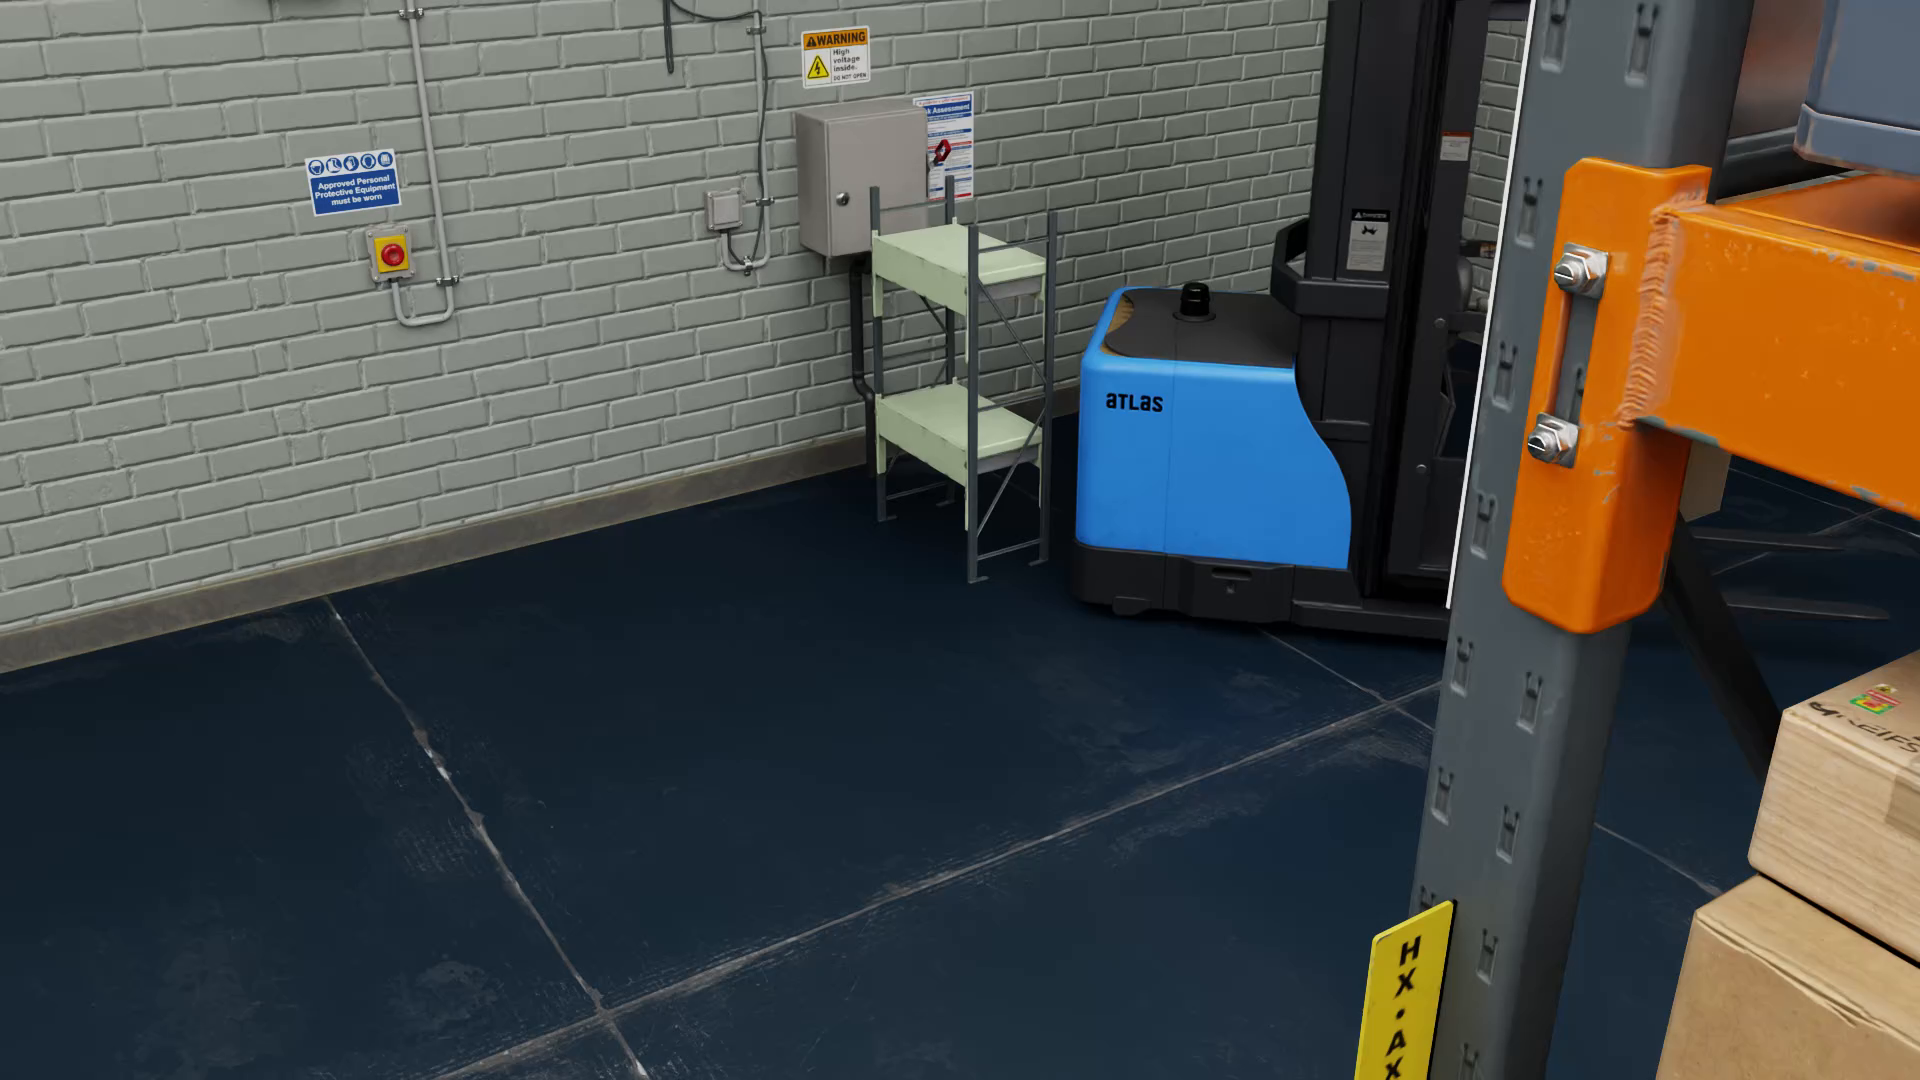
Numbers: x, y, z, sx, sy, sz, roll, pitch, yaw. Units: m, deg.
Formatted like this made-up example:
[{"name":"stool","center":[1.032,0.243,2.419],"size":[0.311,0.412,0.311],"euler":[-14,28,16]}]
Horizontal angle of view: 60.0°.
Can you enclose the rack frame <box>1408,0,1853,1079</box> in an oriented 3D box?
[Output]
[{"name":"rack frame","center":[0.885,0.792,2.058],"size":[0.949,2.616,0.053],"euler":[-16,29,-30]}]

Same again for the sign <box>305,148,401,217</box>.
[{"name":"sign","center":[-2.289,-1.351,6.282],"size":[0.327,0.218,0.001],"euler":[-16,29,-30]}]

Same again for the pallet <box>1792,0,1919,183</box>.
[{"name":"pallet","center":[1.296,-0.261,0.878],"size":[1.003,0.211,1.213],"euler":[-16,29,-30]}]

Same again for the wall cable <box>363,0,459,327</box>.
[{"name":"wall cable","center":[-2.215,-1.692,6.094],"size":[0.585,1.953,0.123],"euler":[-16,29,-30]}]

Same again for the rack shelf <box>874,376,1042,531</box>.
[{"name":"rack shelf","center":[0.004,-0.381,7.064],"size":[0.431,0.370,0.720],"euler":[-16,29,-30]}]

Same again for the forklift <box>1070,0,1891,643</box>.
[{"name":"forklift","center":[2.011,-1.107,6.161],"size":[3.031,2.935,1.130],"euler":[5,26,11]}]

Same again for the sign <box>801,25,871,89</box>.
[{"name":"sign","center":[-0.535,-2.091,7.197],"size":[0.339,0.242,0.001],"euler":[-16,29,-30]}]

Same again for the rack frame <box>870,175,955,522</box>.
[{"name":"rack frame","center":[-0.196,-0.807,7.202],"size":[0.400,1.500,0.023],"euler":[-16,29,-30]}]

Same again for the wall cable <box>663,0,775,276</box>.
[{"name":"wall cable","center":[-1.033,-2.013,6.810],"size":[0.588,1.984,0.122],"euler":[-16,29,-30]}]

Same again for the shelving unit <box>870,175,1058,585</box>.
[{"name":"shelving unit","center":[0.004,-0.676,6.925],"size":[0.431,1.500,0.755],"euler":[-16,29,-30]}]

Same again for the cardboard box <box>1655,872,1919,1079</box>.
[{"name":"cardboard box","center":[0.906,0.534,1.318],"size":[0.500,0.500,0.500],"euler":[-16,30,-31]}]

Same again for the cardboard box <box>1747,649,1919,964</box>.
[{"name":"cardboard box","center":[0.844,0.194,1.278],"size":[0.380,0.149,0.250],"euler":[-15,29,-29]}]

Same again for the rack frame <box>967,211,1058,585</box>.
[{"name":"rack frame","center":[0.203,-0.545,6.647],"size":[0.400,1.500,0.023],"euler":[-16,29,-30]}]

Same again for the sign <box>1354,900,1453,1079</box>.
[{"name":"sign","center":[0.414,0.493,1.586],"size":[0.100,0.325,0.005],"euler":[-16,29,-30]}]

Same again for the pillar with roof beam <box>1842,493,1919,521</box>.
[{"name":"pillar with roof beam","center":[0.715,-3.249,3.592],"size":[9.100,9.000,0.400],"euler":[-16,29,-30]}]

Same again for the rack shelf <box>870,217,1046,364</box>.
[{"name":"rack shelf","center":[0.004,-1.029,6.758],"size":[0.431,0.370,0.720],"euler":[-16,29,-30]}]

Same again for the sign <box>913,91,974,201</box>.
[{"name":"sign","center":[-0.075,-1.802,7.665],"size":[0.329,0.494,0.001],"euler":[-16,29,-30]}]

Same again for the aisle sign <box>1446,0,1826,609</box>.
[{"name":"aisle sign","center":[0.600,-0.341,1.413],"size":[0.394,0.787,0.004],"euler":[-16,29,-30]}]

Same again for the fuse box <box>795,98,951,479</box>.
[{"name":"fuse box","center":[-0.376,-1.073,7.519],"size":[0.539,1.711,0.414],"euler":[-16,29,-30]}]
